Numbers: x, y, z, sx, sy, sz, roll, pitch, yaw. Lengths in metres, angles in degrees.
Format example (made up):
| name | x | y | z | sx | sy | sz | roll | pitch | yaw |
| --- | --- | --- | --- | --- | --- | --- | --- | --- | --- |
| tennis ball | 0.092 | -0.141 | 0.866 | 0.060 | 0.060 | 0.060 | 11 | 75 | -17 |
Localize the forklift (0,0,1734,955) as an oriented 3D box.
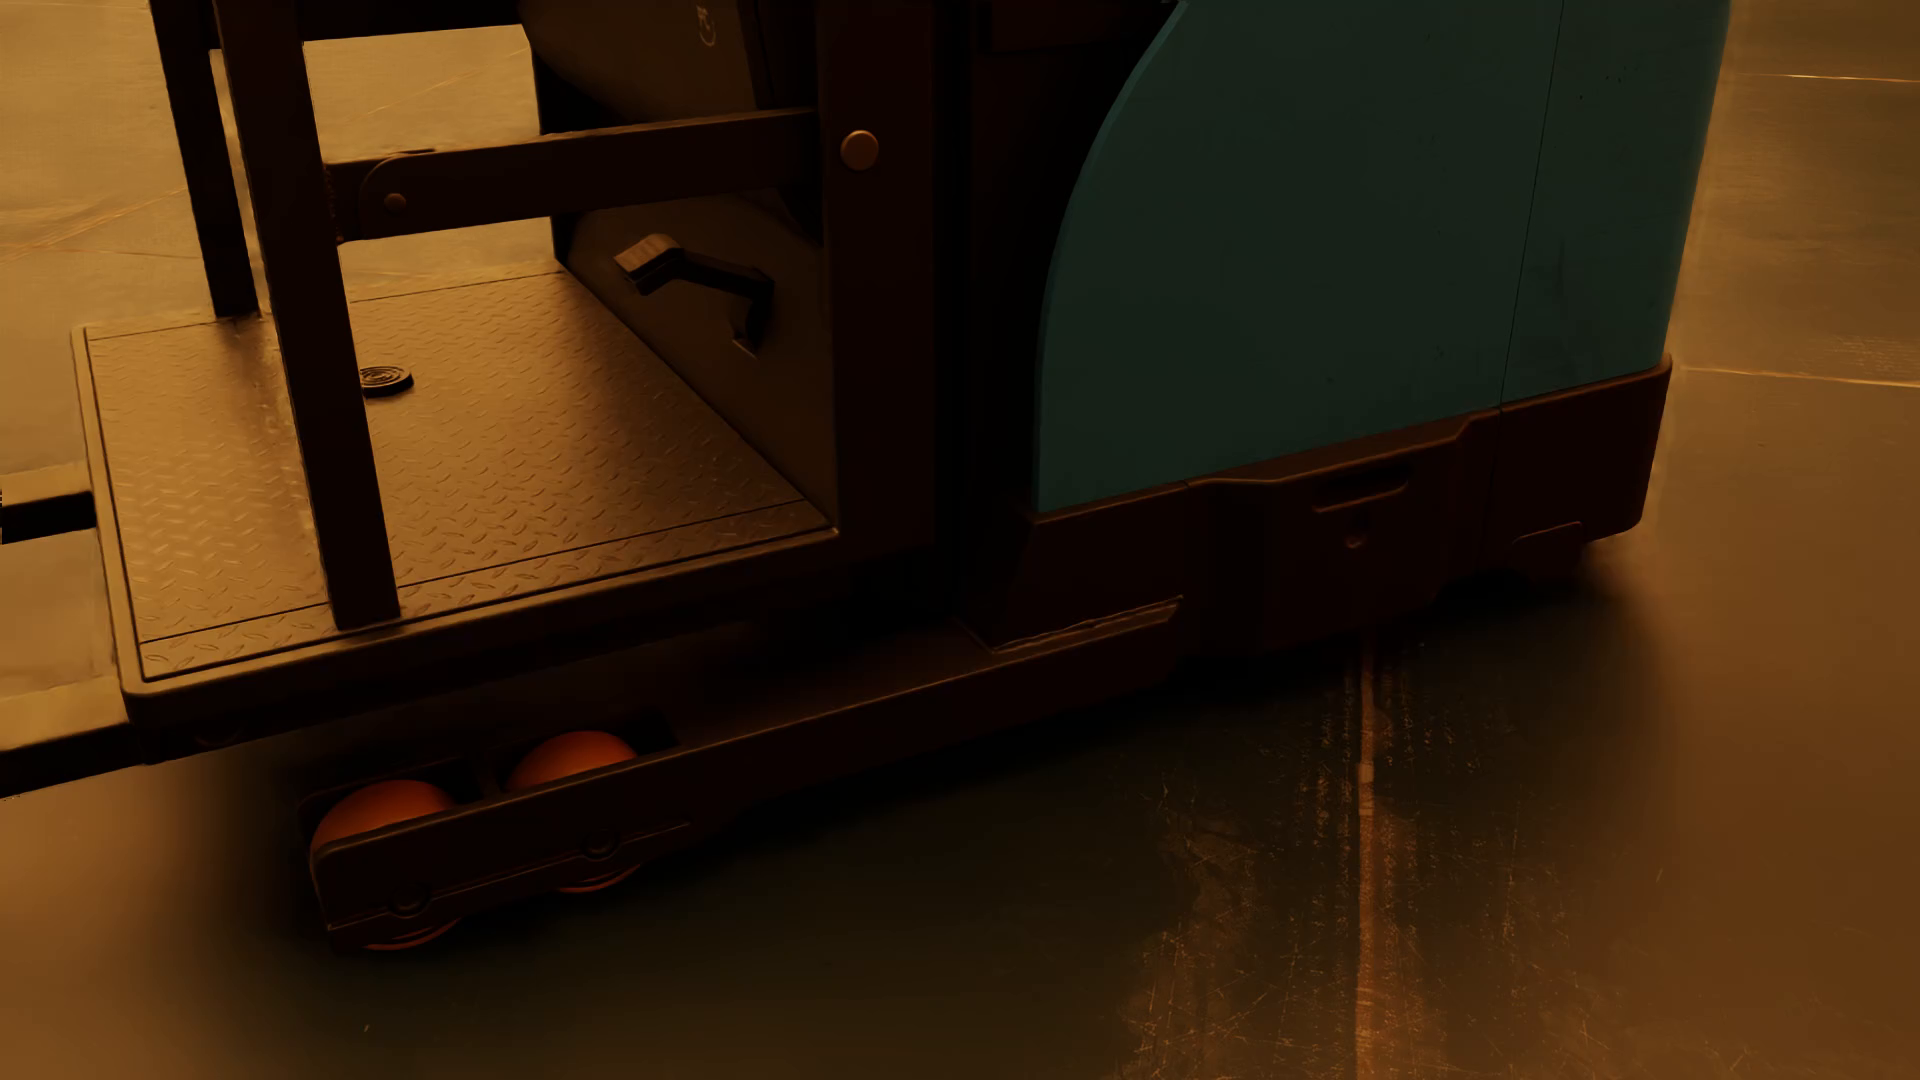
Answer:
| name | x | y | z | sx | sy | sz | roll | pitch | yaw |
| --- | --- | --- | --- | --- | --- | --- | --- | --- | --- |
| forklift | -0.552 | -1.167 | 1.560 | 3.031 | 2.935 | 1.130 | -13 | 30 | -25 |
